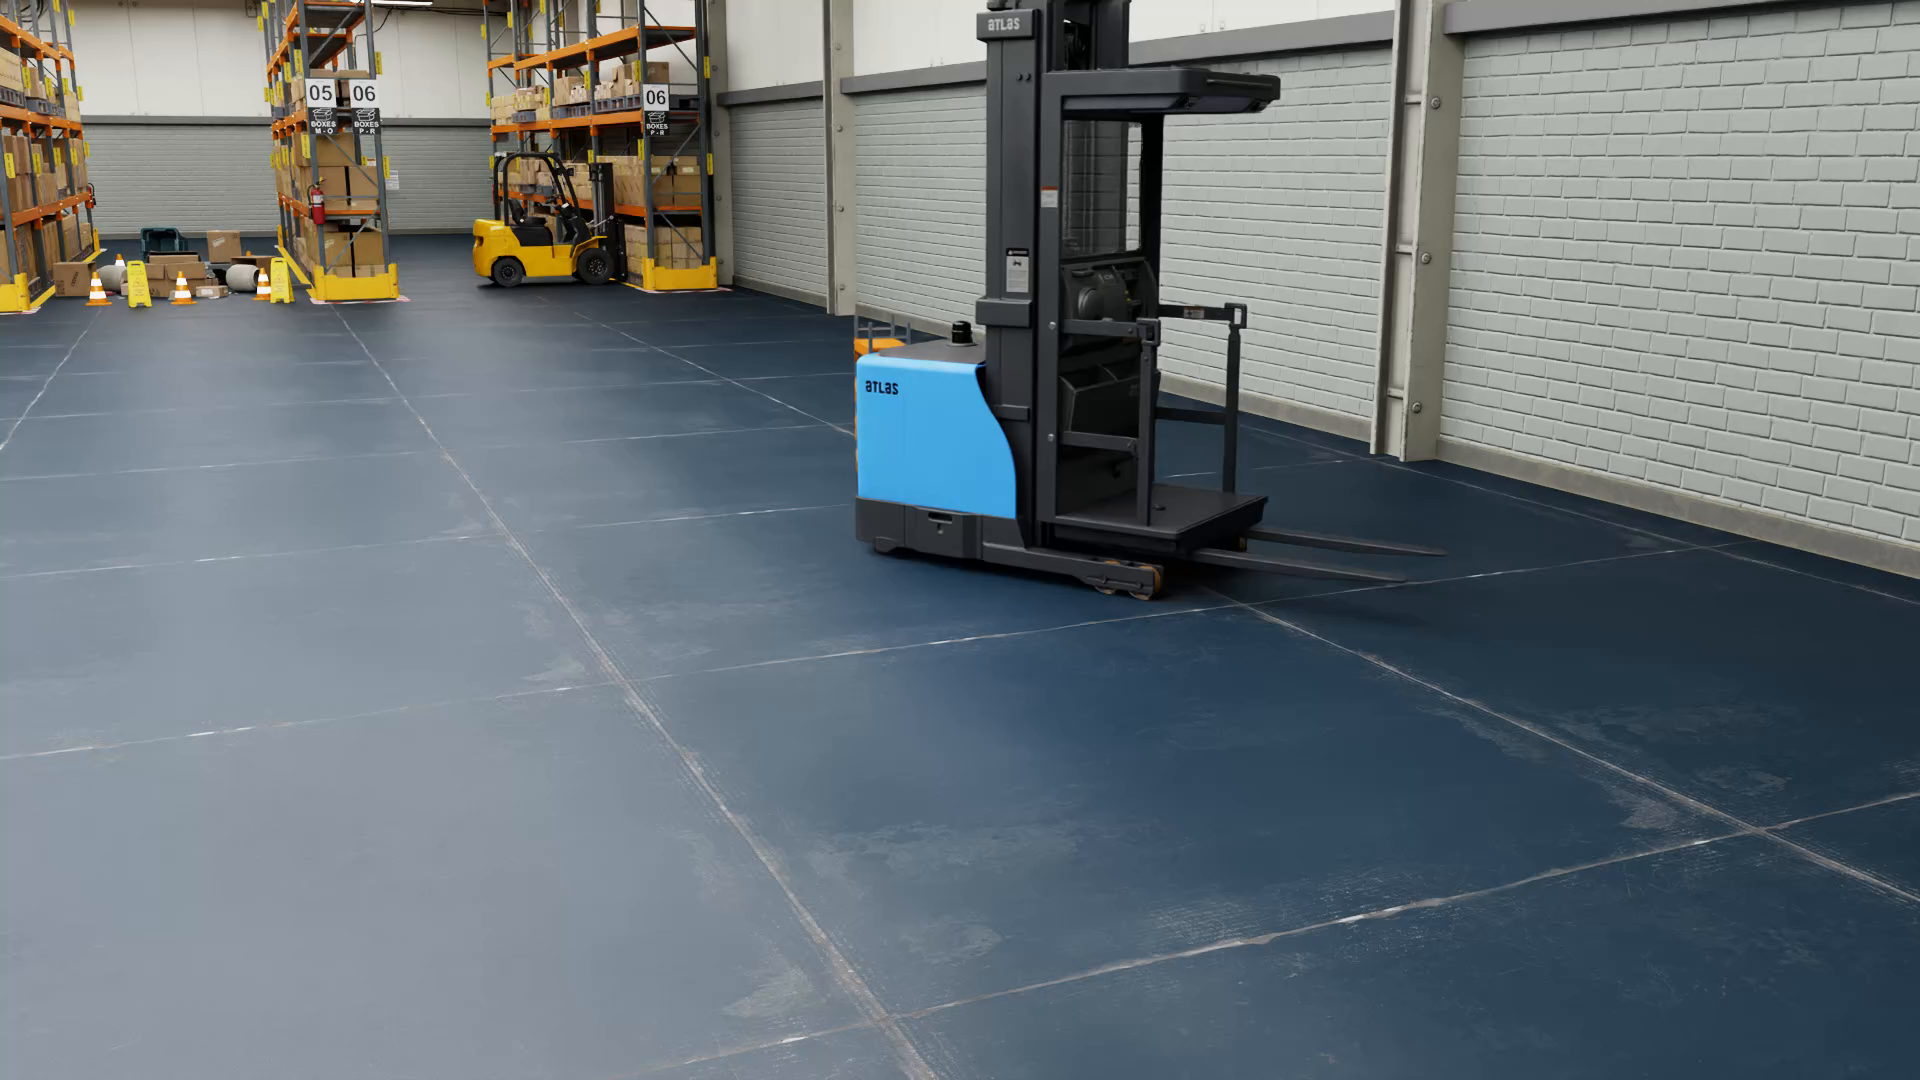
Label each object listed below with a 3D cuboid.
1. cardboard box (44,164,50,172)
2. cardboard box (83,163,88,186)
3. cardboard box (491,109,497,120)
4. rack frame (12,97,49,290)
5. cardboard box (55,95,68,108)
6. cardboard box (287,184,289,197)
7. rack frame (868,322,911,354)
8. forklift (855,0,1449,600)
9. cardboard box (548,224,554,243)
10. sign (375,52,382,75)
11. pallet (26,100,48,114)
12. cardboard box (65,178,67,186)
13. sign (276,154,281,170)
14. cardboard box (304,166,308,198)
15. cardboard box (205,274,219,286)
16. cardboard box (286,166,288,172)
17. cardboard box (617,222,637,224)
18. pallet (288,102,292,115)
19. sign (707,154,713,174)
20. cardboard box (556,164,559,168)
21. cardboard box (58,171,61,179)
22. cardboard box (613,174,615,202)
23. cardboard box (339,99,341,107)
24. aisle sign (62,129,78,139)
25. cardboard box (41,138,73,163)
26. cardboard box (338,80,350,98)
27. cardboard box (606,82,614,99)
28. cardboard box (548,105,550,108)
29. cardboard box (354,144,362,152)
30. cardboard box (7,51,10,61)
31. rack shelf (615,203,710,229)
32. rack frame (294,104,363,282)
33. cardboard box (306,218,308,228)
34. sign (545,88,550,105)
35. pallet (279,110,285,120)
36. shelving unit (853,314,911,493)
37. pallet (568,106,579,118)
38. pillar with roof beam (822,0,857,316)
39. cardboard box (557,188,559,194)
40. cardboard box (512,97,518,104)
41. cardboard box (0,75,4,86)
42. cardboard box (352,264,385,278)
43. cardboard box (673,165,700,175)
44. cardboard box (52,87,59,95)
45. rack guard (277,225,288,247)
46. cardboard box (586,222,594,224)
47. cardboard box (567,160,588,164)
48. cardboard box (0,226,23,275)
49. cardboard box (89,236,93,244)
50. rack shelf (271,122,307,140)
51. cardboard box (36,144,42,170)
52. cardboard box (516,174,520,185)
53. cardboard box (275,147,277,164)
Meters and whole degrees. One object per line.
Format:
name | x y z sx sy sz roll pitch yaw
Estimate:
cardboard box | -16.811 -6.784 30.337 0.380 0.149 0.250 -6 14 -23
cardboard box | -19.591 -8.075 36.727 0.500 0.500 0.500 -5 14 -22
cardboard box | -11.038 -10.285 40.177 0.500 0.250 0.500 -6 14 -24
rack frame | -15.200 -5.472 26.360 1.000 3.000 0.127 -6 14 -23
cardboard box | -18.377 -8.878 33.647 0.500 0.250 0.500 -5 14 -21
cardboard box | -13.153 -6.984 33.226 0.500 0.250 0.500 -6 14 -24
rack frame | -0.395 -0.636 9.459 0.240 1.200 0.015 -3 13 -12
forklift | 0.941 -1.273 8.371 3.031 2.935 1.130 8 15 32
cardboard box | -8.317 -6.375 34.872 0.500 0.500 0.500 -6 14 -24
sign | -8.605 -7.050 24.587 0.100 0.325 0.005 -6 14 -23
pallet | -16.045 -7.309 28.063 1.003 0.211 1.213 -5 14 -20
cardboard box | -18.064 -7.143 33.206 0.380 0.149 0.250 -6 14 -24
sign | -14.417 -8.003 35.199 0.100 0.325 0.005 -6 14 -23
cardboard box | -9.966 -5.602 26.041 0.500 0.500 0.500 -6 14 -23
cardboard box | -12.345 -4.246 27.126 0.396 0.266 0.258 6 14 26
cardboard box | -12.967 -7.491 32.643 0.500 0.500 0.500 -5 14 -22
cardboard box | -5.846 -5.405 29.019 0.500 0.250 0.500 -5 14 -21
pallet | -11.272 -7.661 29.583 1.213 0.211 1.003 -6 14 -23
sign | -4.045 -6.072 26.857 0.100 0.325 0.005 -6 14 -23
cardboard box | -7.902 -7.488 33.410 0.380 0.149 0.250 -5 14 -21
cardboard box | -17.532 -7.016 31.996 0.380 0.149 0.250 -6 14 -23
cardboard box | -5.792 -6.112 28.904 0.500 0.500 0.500 -6 14 -24
cardboard box | -9.431 -6.758 25.821 0.380 0.149 0.250 -6 14 -25
aisle sign | -19.761 -9.260 36.962 0.394 0.787 0.004 -6 14 -23
cardboard box | -18.362 -7.921 33.842 0.500 0.500 0.500 -5 14 -22
cardboard box | -9.059 -6.775 25.010 0.500 0.250 0.500 -6 14 -24
cardboard box | -5.842 -7.704 28.498 0.396 0.266 0.258 -6 14 -24
cardboard box | -8.209 -8.905 33.989 0.380 0.149 0.250 -6 14 -24
cardboard box | -10.569 -6.783 28.775 0.380 0.149 0.250 -6 14 -23
cardboard box | -14.152 -7.092 24.344 0.380 0.149 0.250 -5 14 -22
rack shelf | -5.357 -5.625 28.619 1.077 0.370 4.000 -6 14 -23
rack frame | -10.704 -5.940 28.382 1.000 3.000 0.127 -6 14 -23
cardboard box | -10.513 -5.203 27.262 0.380 0.149 0.250 -5 14 -21
sign | -8.258 -8.880 33.287 0.100 0.325 0.005 -6 14 -23
pallet | -13.064 -8.495 33.187 1.003 0.211 1.213 -5 14 -20
shelving unit | -0.449 -0.690 9.690 0.258 1.200 0.503 -3 13 -12
pallet | -6.956 -8.222 32.009 1.003 0.211 1.213 -5 14 -20
pillar with roof beam | -5.550 -7.082 20.013 9.100 9.000 0.400 -6 14 -23
cardboard box | -7.806 -7.029 33.419 0.500 0.250 0.500 -6 14 -23
cardboard box | -9.645 -9.678 36.624 0.380 0.149 0.250 -5 14 -21
cardboard box | -13.643 -6.442 23.303 0.380 0.149 0.250 -6 14 -23
cardboard box | -9.172 -4.170 25.902 0.500 0.250 0.500 -6 14 -23
cardboard box | -4.454 -6.021 27.072 0.380 0.149 0.250 -6 14 -24
cardboard box | -18.299 -9.033 33.433 0.380 0.149 0.250 -6 14 -24
rack guard | -15.521 -7.206 39.398 1.175 0.500 0.348 -6 14 -23
cardboard box | -6.984 -5.860 32.371 0.875 0.625 0.625 -6 14 -25
cardboard box | -7.823 -7.589 34.355 0.500 0.500 0.500 -5 14 -20
cardboard box | -14.284 -4.131 24.346 0.875 0.875 0.875 -6 14 -24
cardboard box | -19.409 -6.633 36.768 0.380 0.149 0.250 -5 14 -21
rack shelf | -14.710 -9.117 37.052 1.077 0.370 4.000 -6 14 -23
cardboard box | -16.427 -6.636 28.952 0.700 0.500 0.500 -6 14 -24
cardboard box | -9.790 -8.197 37.807 0.500 0.250 0.500 -5 14 -22
cardboard box | -15.153 -8.618 37.516 0.500 0.500 0.500 -6 14 -23
